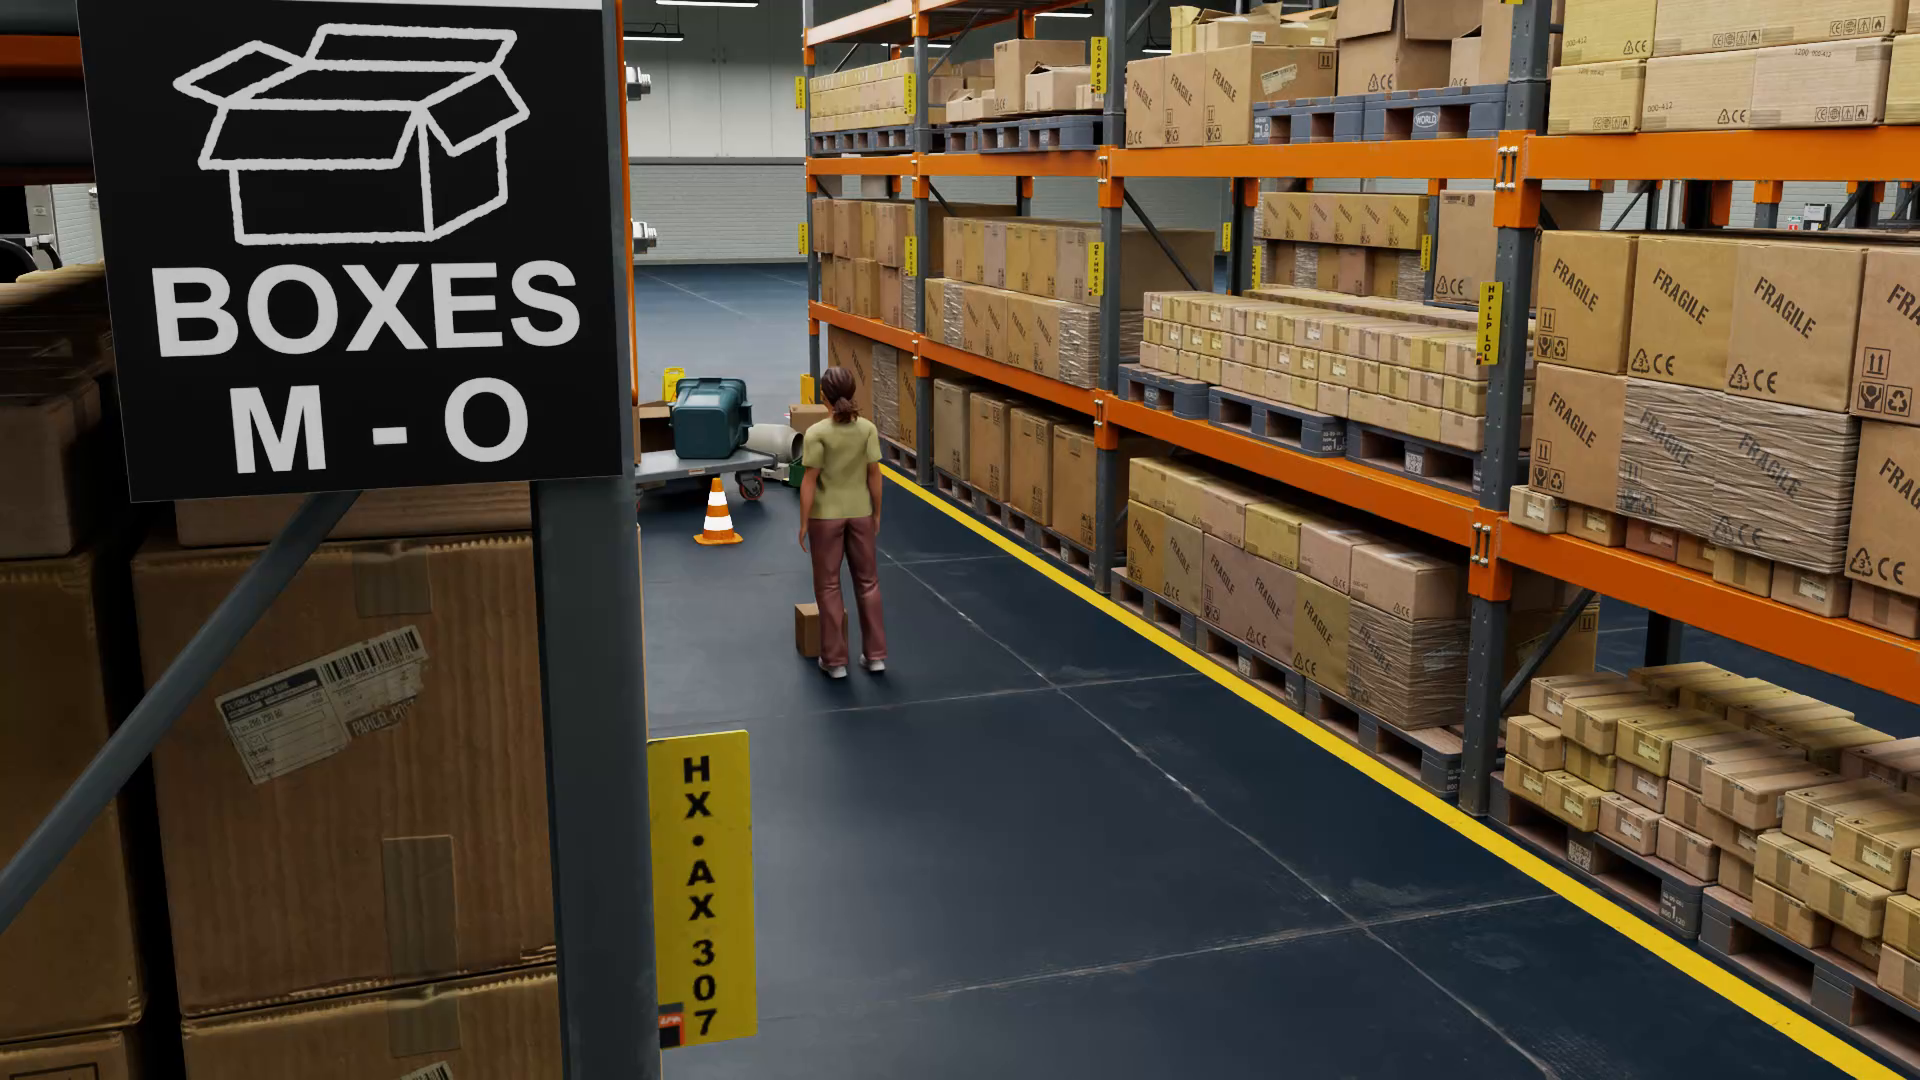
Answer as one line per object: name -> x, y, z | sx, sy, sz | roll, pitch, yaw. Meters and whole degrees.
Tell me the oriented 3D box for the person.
person -> -0.635, -0.091, 8.865 | 0.485, 1.682, 0.412 | -5, 14, -23
